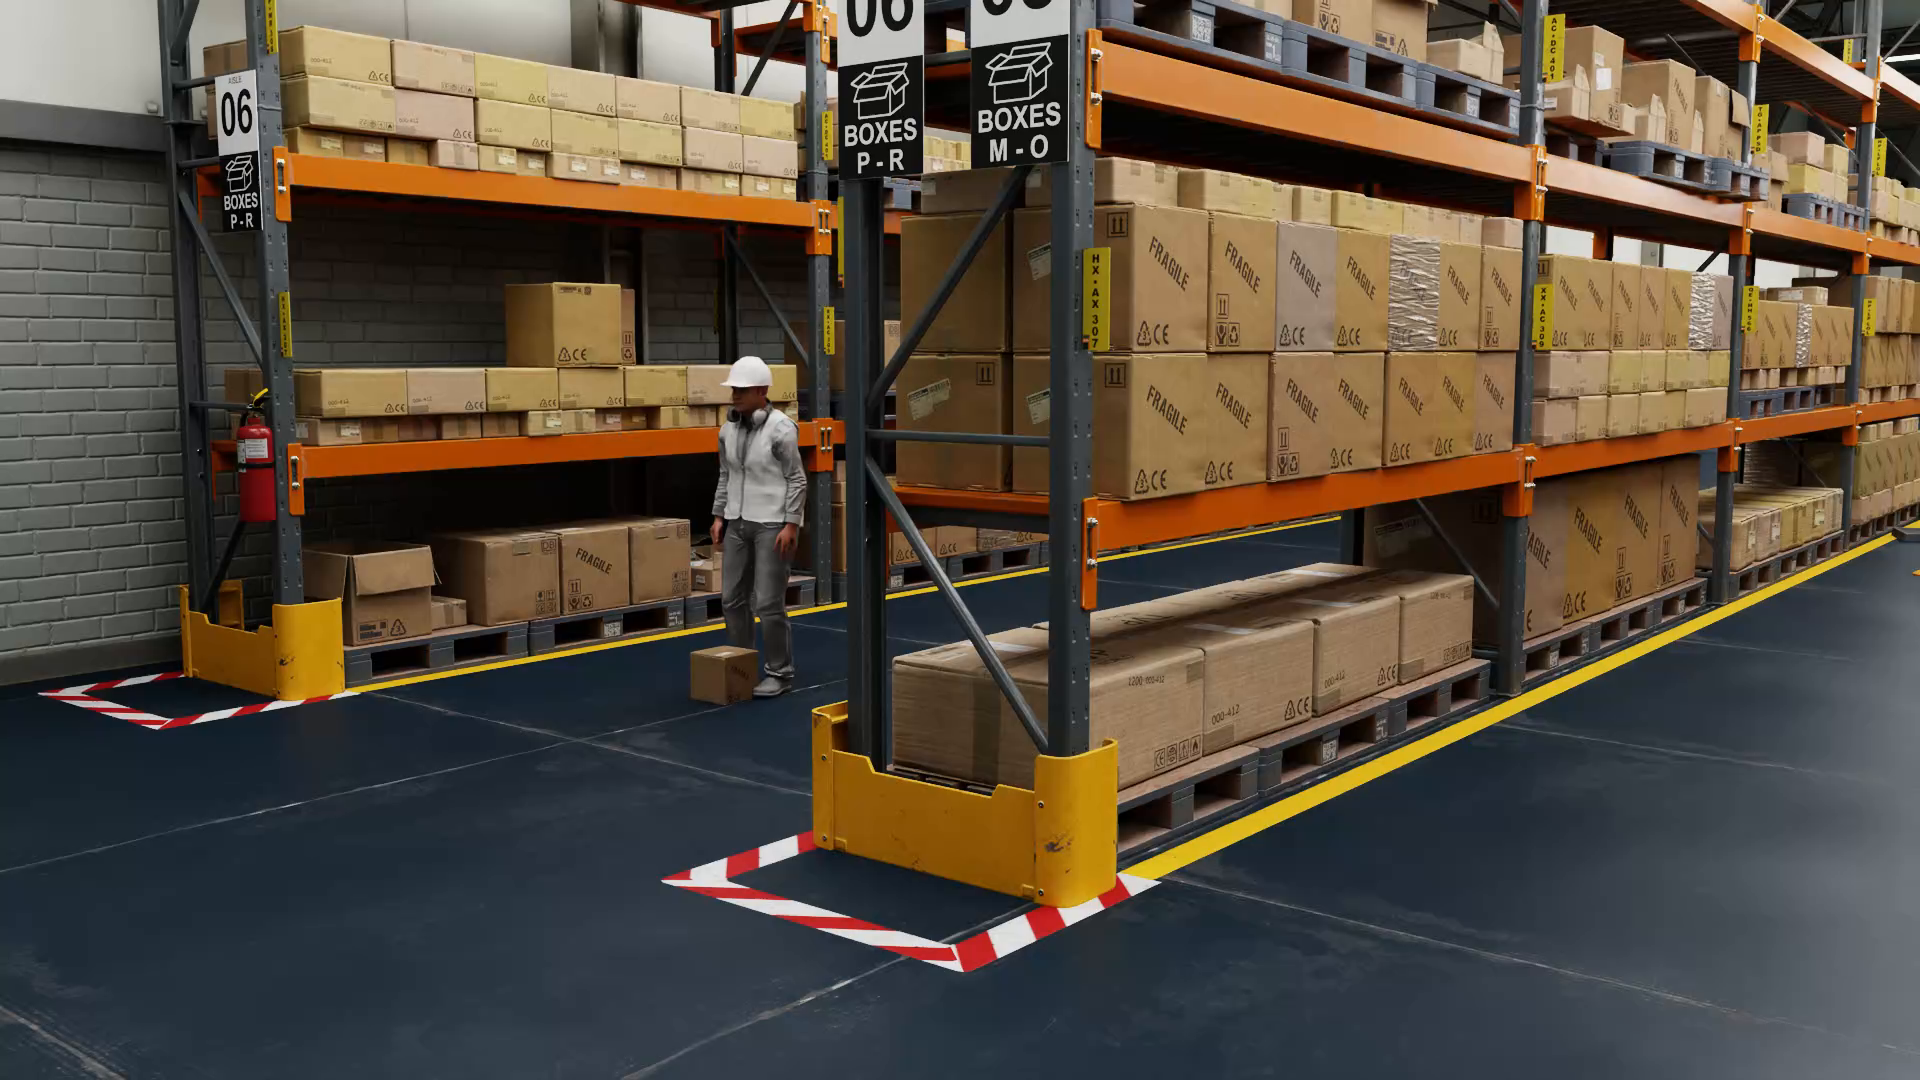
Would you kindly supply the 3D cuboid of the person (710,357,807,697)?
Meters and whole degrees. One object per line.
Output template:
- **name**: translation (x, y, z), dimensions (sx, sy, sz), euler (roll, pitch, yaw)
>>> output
- **person**: translation (-1.068, -0.076, 8.767), dimensions (0.588, 1.771, 0.464), euler (5, 8, 37)
